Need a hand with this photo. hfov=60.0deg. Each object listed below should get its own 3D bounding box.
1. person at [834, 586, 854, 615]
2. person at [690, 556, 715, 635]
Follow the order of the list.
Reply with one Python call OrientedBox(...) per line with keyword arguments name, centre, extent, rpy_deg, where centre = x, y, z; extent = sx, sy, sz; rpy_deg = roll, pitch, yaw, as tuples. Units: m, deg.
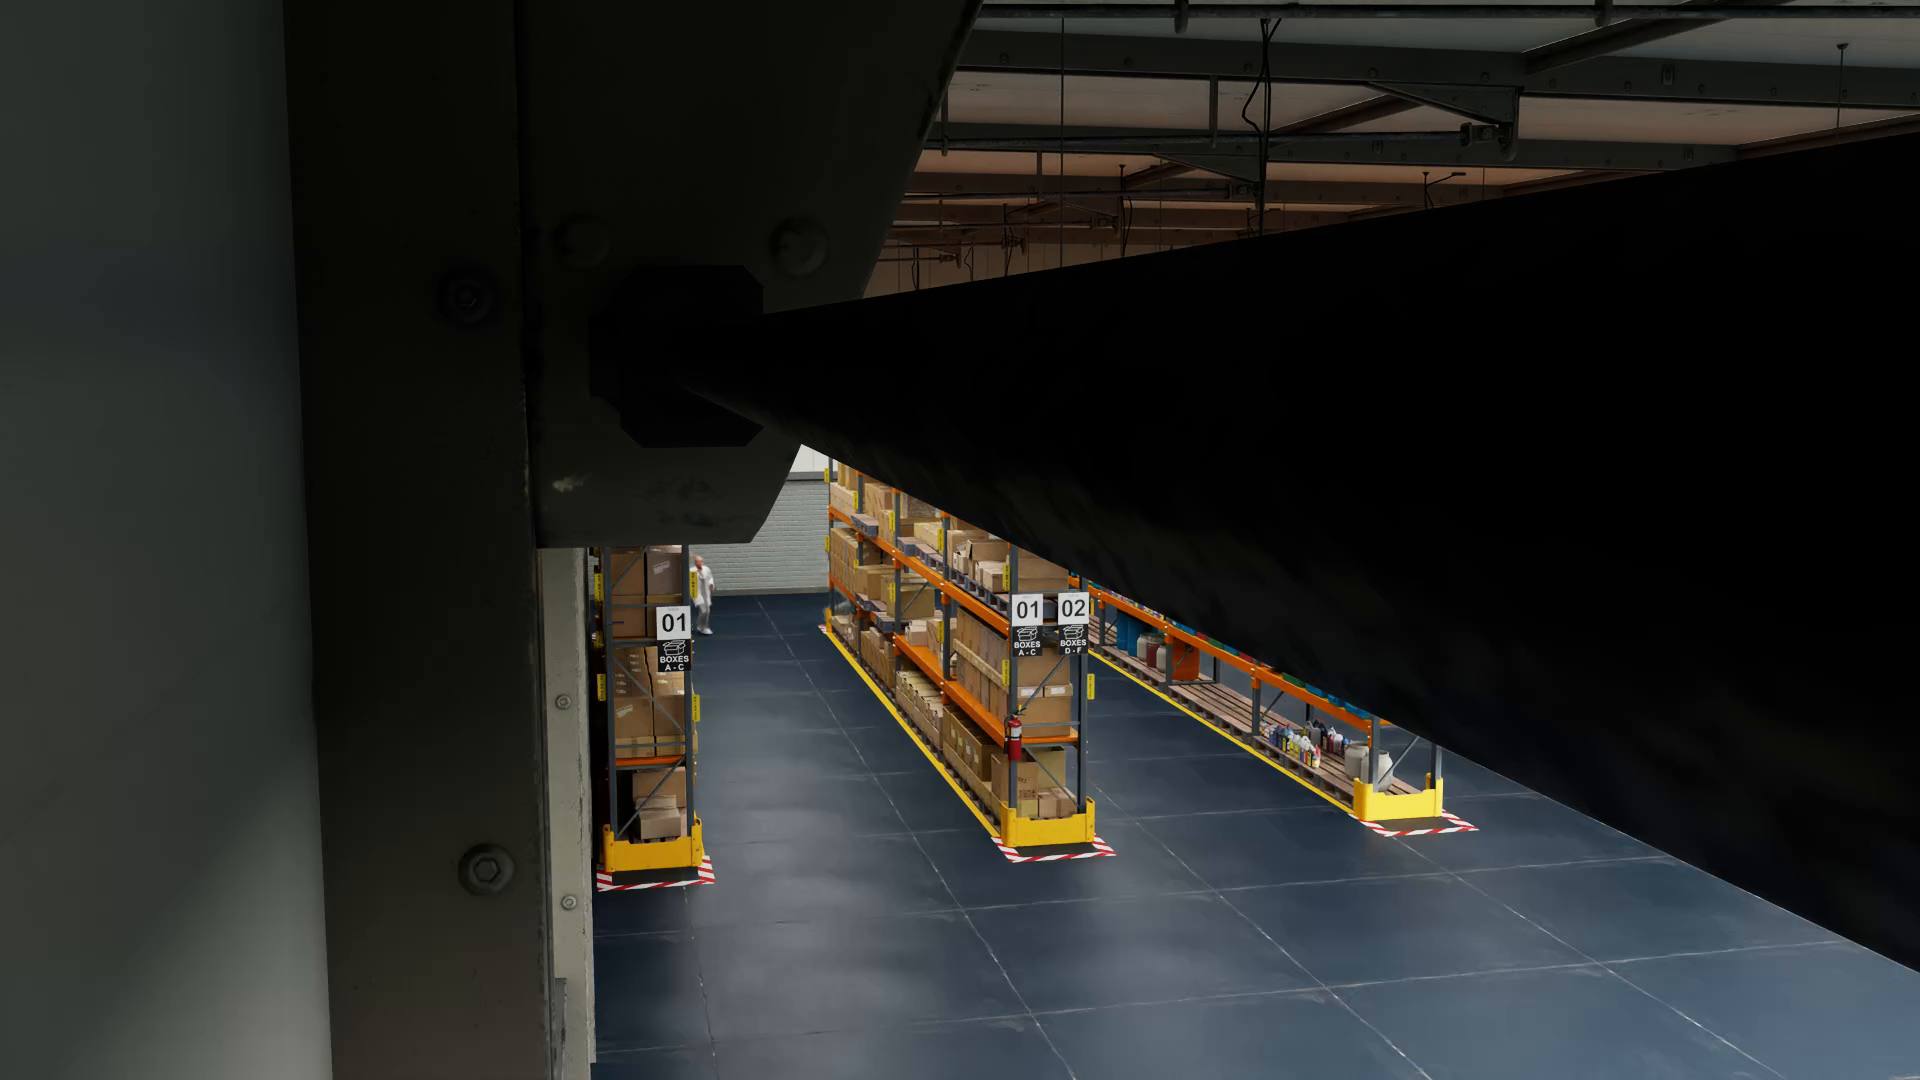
OrientedBox(name="person", centre=(-2.676, 1.081, 37.525), extent=(0.559, 1.614, 0.562), rpy_deg=(-2, 7, -13))
OrientedBox(name="person", centre=(-5.603, 1.201, 35.955), extent=(0.663, 1.725, 0.729), rpy_deg=(-6, 9, -42))
